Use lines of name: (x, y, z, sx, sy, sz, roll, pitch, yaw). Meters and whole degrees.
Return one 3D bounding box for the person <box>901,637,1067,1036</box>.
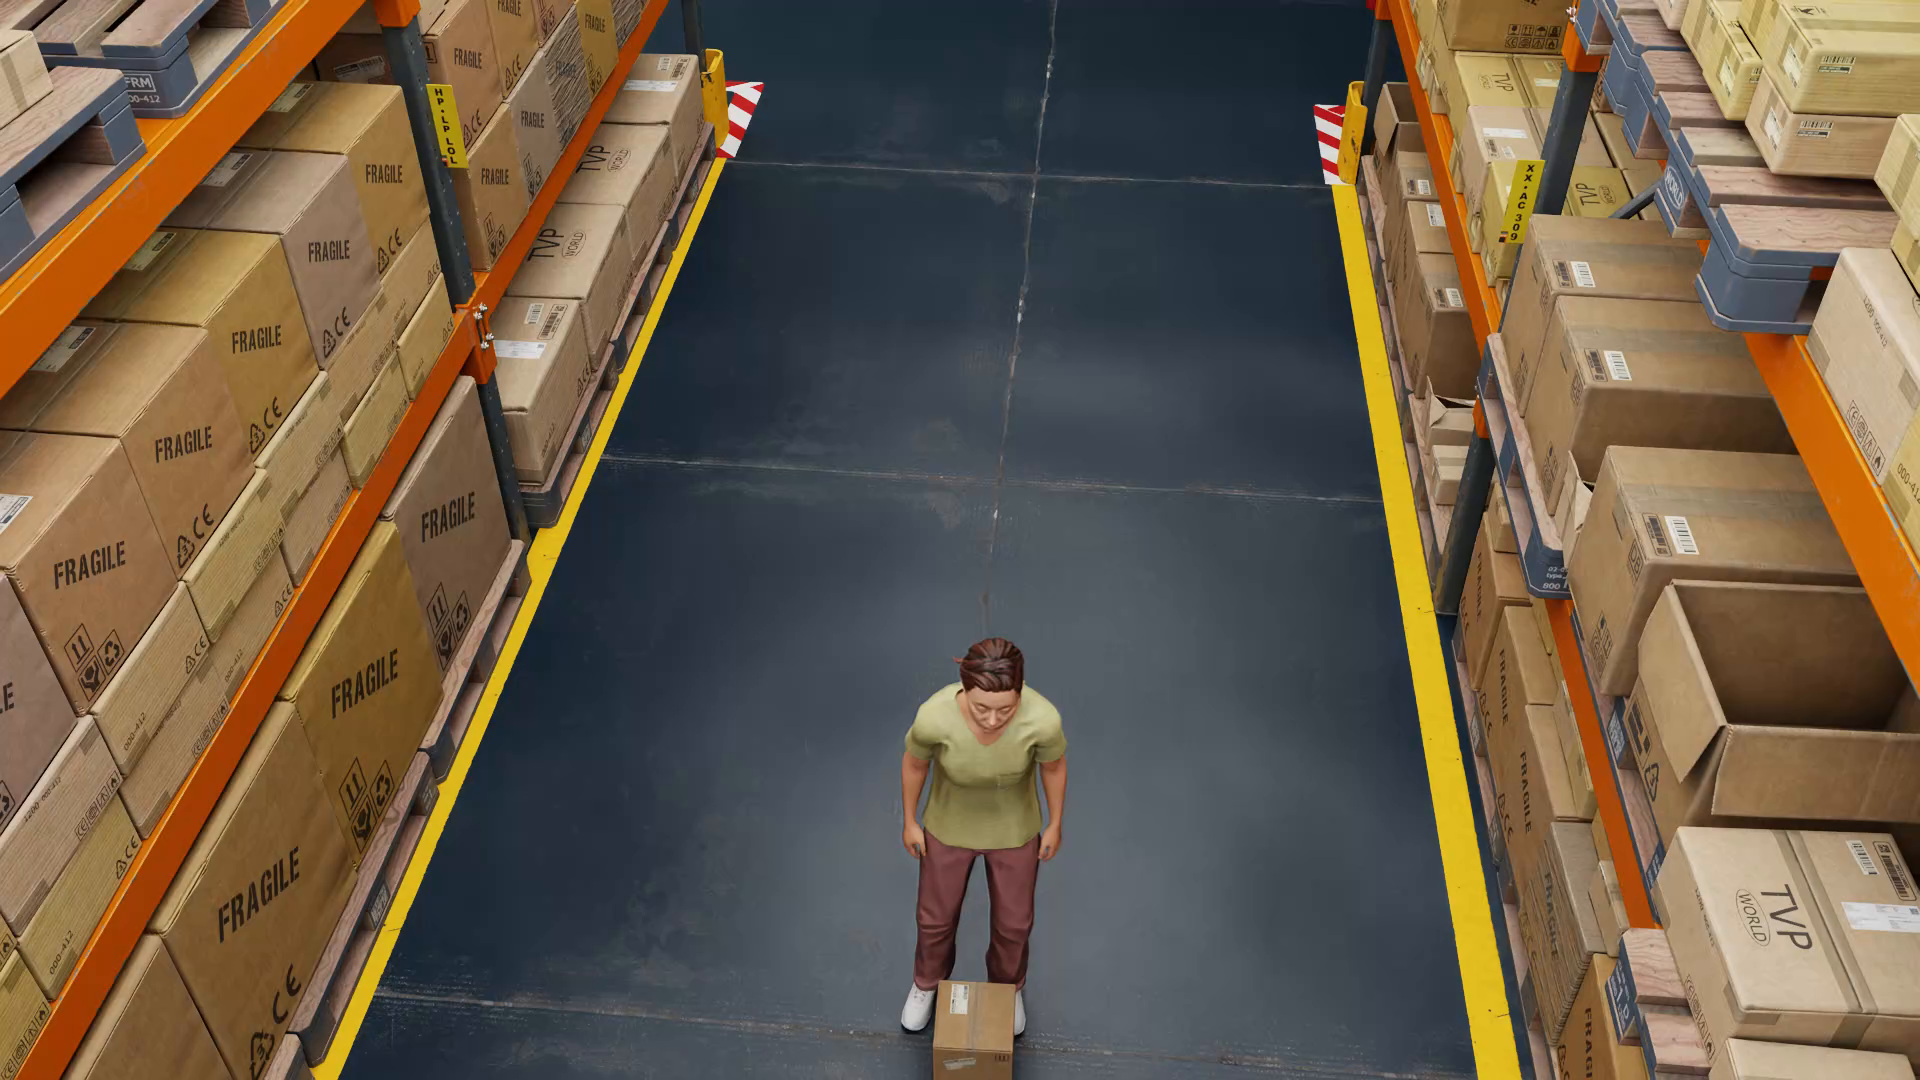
person: (0.065, 0.900, 5.094, 0.514, 1.671, 0.362, 1, 40, 1)
